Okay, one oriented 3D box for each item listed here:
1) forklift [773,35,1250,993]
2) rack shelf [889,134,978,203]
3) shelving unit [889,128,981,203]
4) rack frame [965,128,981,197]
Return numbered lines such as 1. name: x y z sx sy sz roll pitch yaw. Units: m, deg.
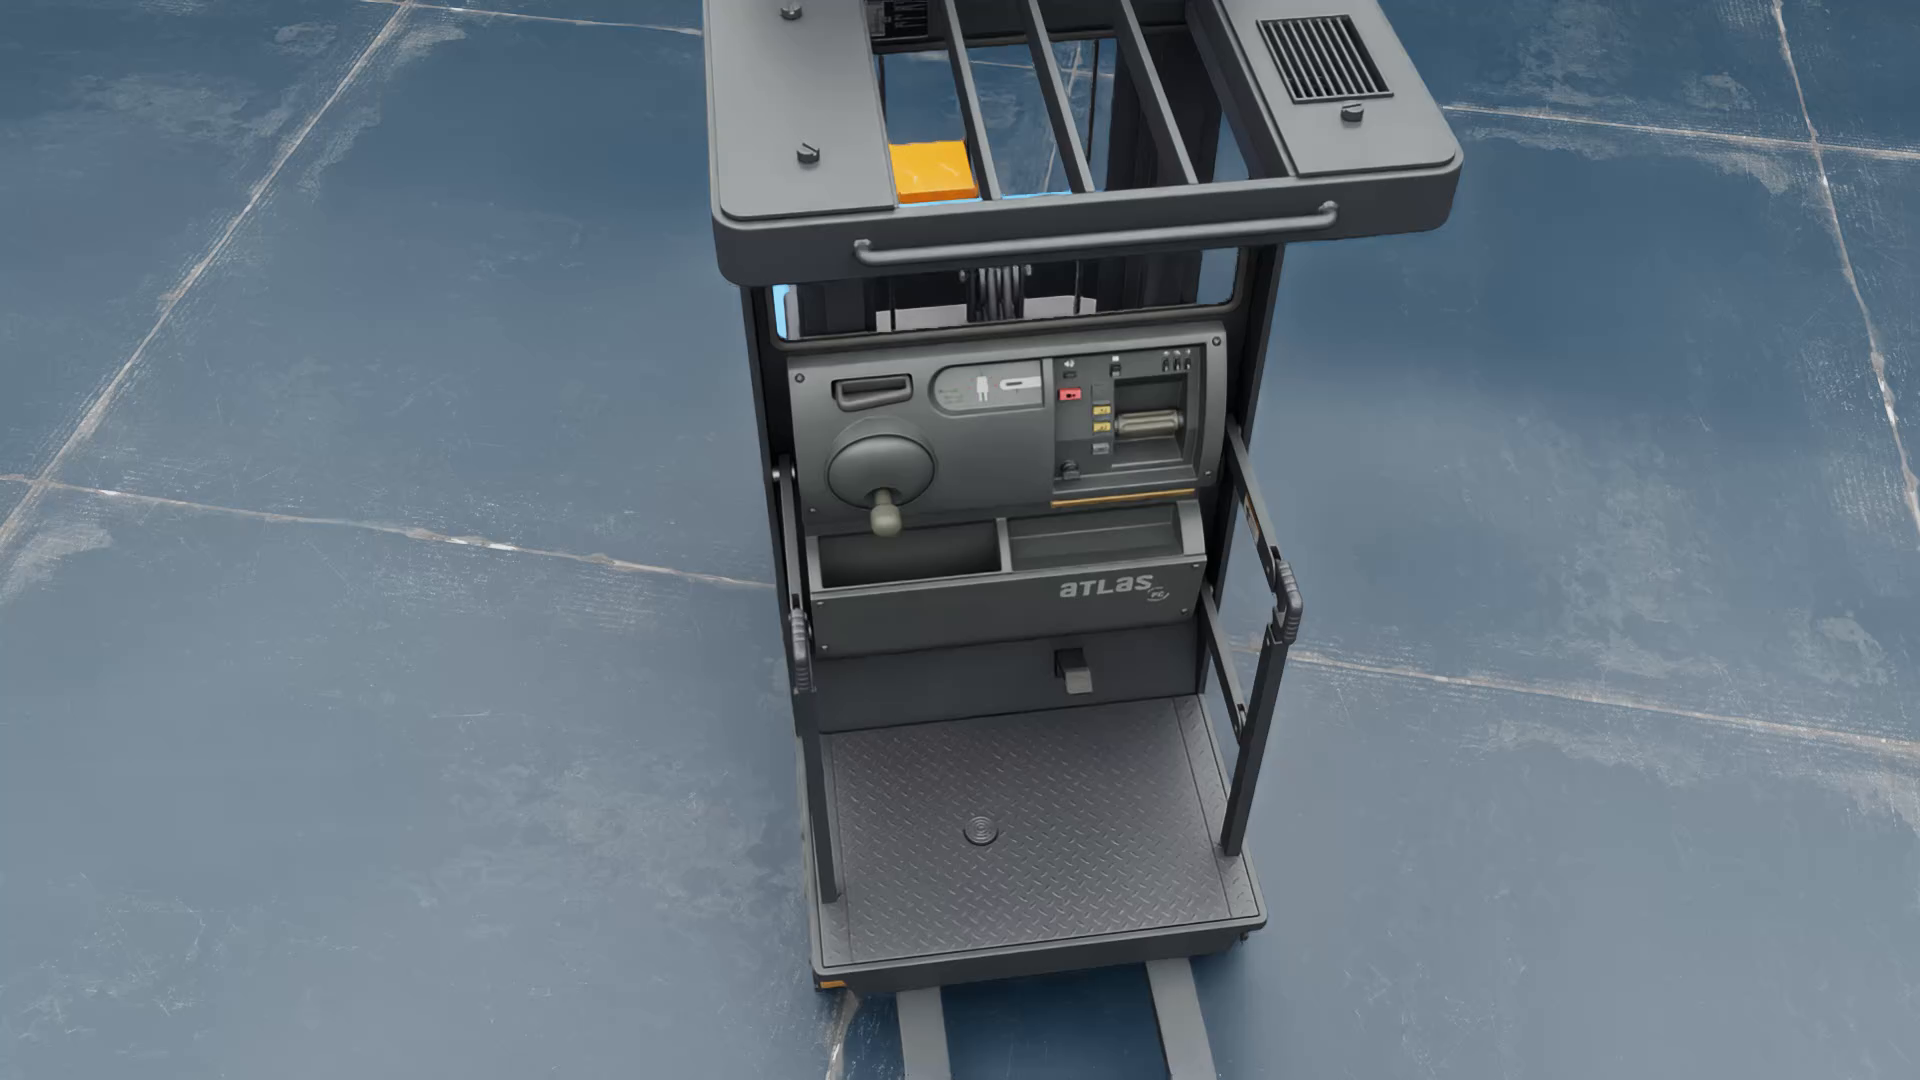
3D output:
1. forklift: 0.067 -0.514 3.784 1.129 2.867 1.939 -6 48 -5
2. rack shelf: -0.202 -1.028 4.839 0.480 0.148 0.258 -6 48 -5
3. shelving unit: -0.202 -0.765 5.131 0.503 1.200 0.258 -6 48 -5
4. rack frame: 0.039 -0.790 5.154 0.015 1.200 0.240 -6 48 -5
